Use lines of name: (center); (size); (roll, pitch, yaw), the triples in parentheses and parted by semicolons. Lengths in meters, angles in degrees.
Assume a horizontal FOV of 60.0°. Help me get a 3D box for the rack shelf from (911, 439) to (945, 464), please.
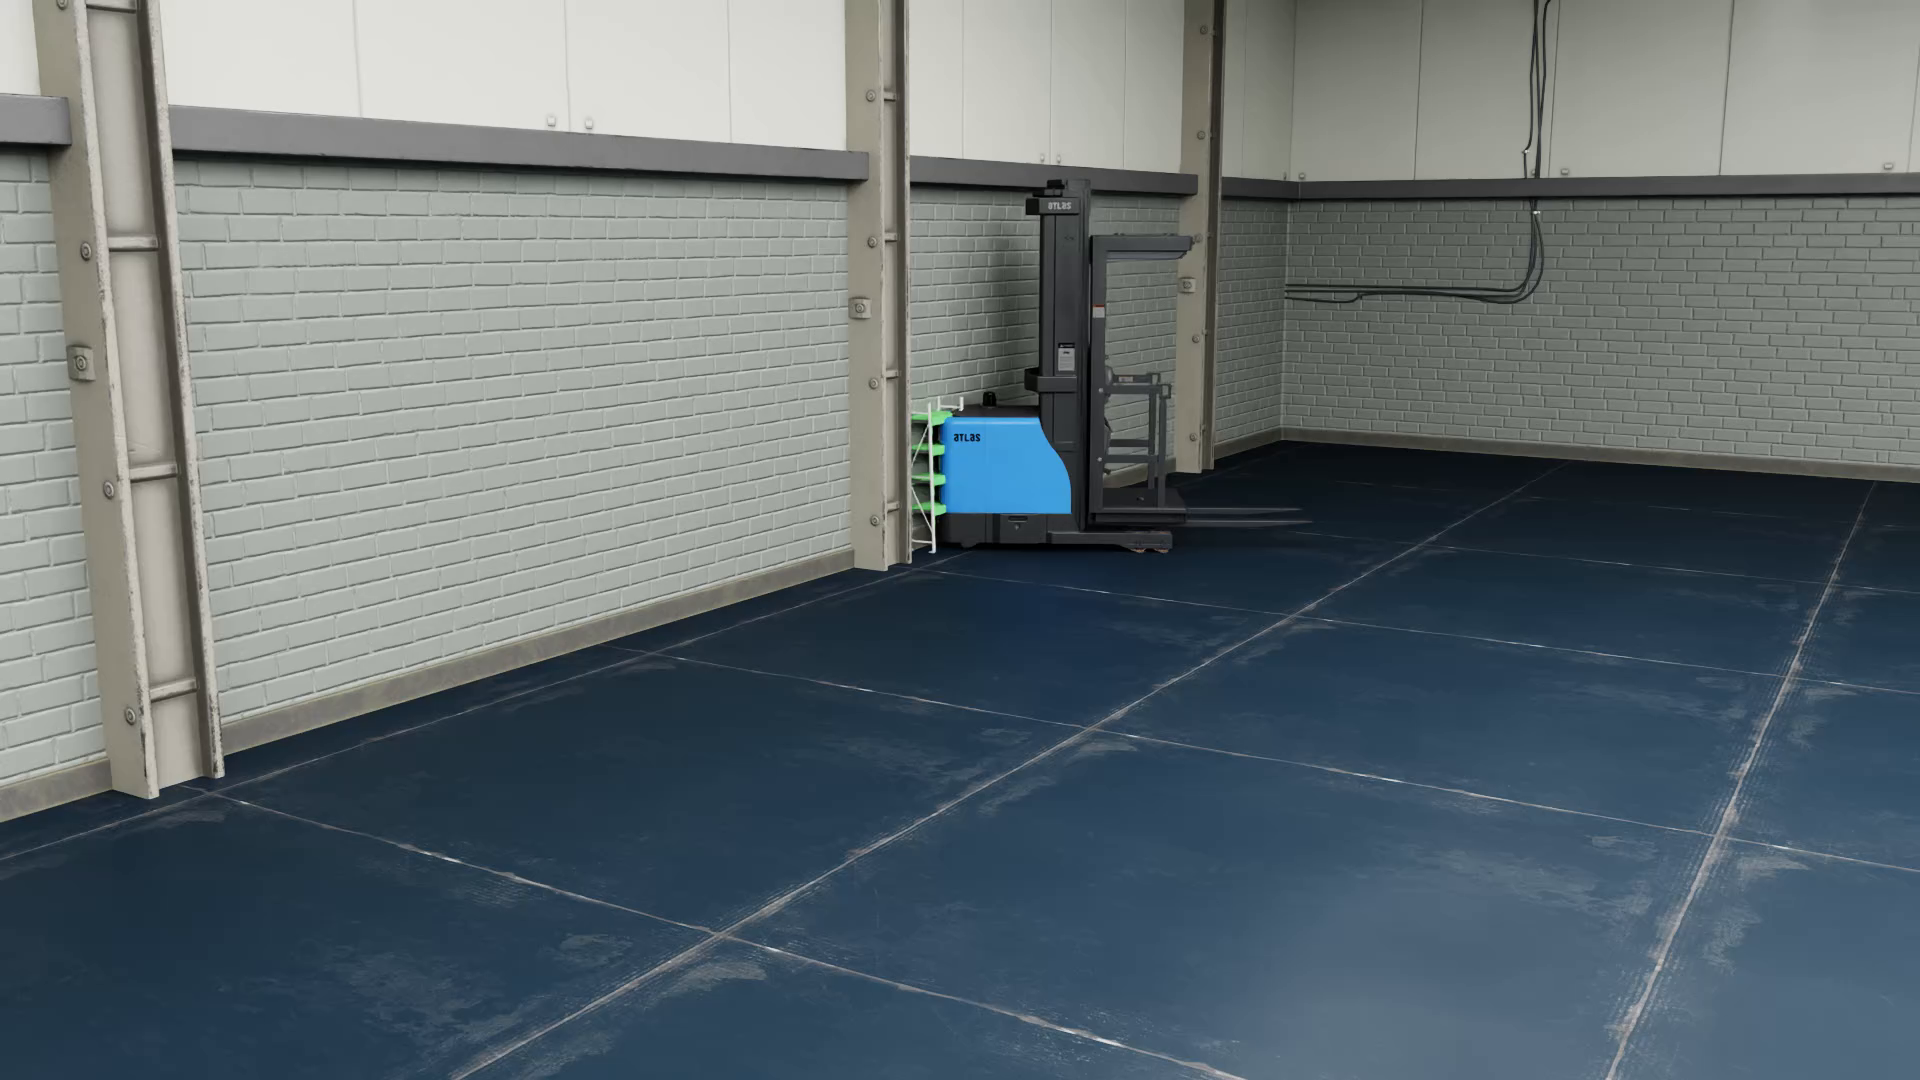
rack shelf: (-0.197, -0.709, 13.385); (0.258, 0.148, 0.480); (4, 12, 31)

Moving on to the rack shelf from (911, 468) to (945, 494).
rack shelf: (-0.190, -0.473, 13.427); (0.258, 0.148, 0.480); (4, 12, 31)

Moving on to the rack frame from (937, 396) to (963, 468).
rack frame: (-0.066, -0.576, 13.621); (0.240, 1.200, 0.015); (4, 12, 31)

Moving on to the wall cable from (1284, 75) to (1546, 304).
wall cable: (5.170, -3.987, 19.148); (3.097, 2.526, 0.112); (6, 12, 31)

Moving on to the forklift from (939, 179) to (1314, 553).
forklift: (1.357, -1.438, 13.584); (3.031, 2.935, 1.130); (0, 11, 2)

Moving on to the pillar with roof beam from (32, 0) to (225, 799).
pillar with roof beam: (-0.041, -2.878, 4.784); (9.100, 9.000, 0.400); (6, 12, 31)

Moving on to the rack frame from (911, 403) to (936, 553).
rack frame: (-0.318, -0.495, 13.211); (0.240, 1.200, 0.015); (4, 12, 31)

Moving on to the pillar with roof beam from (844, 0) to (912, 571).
pillar with roof beam: (3.074, -3.821, 9.825); (9.100, 9.000, 0.400); (6, 12, 31)

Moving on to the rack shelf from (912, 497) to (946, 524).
rack shelf: (-0.183, -0.237, 13.470); (0.258, 0.148, 0.480); (4, 12, 31)

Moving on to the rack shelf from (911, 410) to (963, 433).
rack shelf: (-0.204, -0.945, 13.342); (0.258, 0.148, 0.480); (4, 12, 31)

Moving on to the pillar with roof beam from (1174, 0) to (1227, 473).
pillar with roof beam: (6.189, -4.765, 14.865); (9.100, 9.000, 0.400); (6, 12, 31)

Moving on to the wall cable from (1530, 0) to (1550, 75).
wall cable: (7.482, -6.211, 17.303); (3.097, 2.526, 0.112); (6, 12, 31)

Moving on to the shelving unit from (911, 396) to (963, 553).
shelving unit: (-0.192, -0.535, 13.416); (0.258, 1.200, 0.503); (4, 12, 31)
